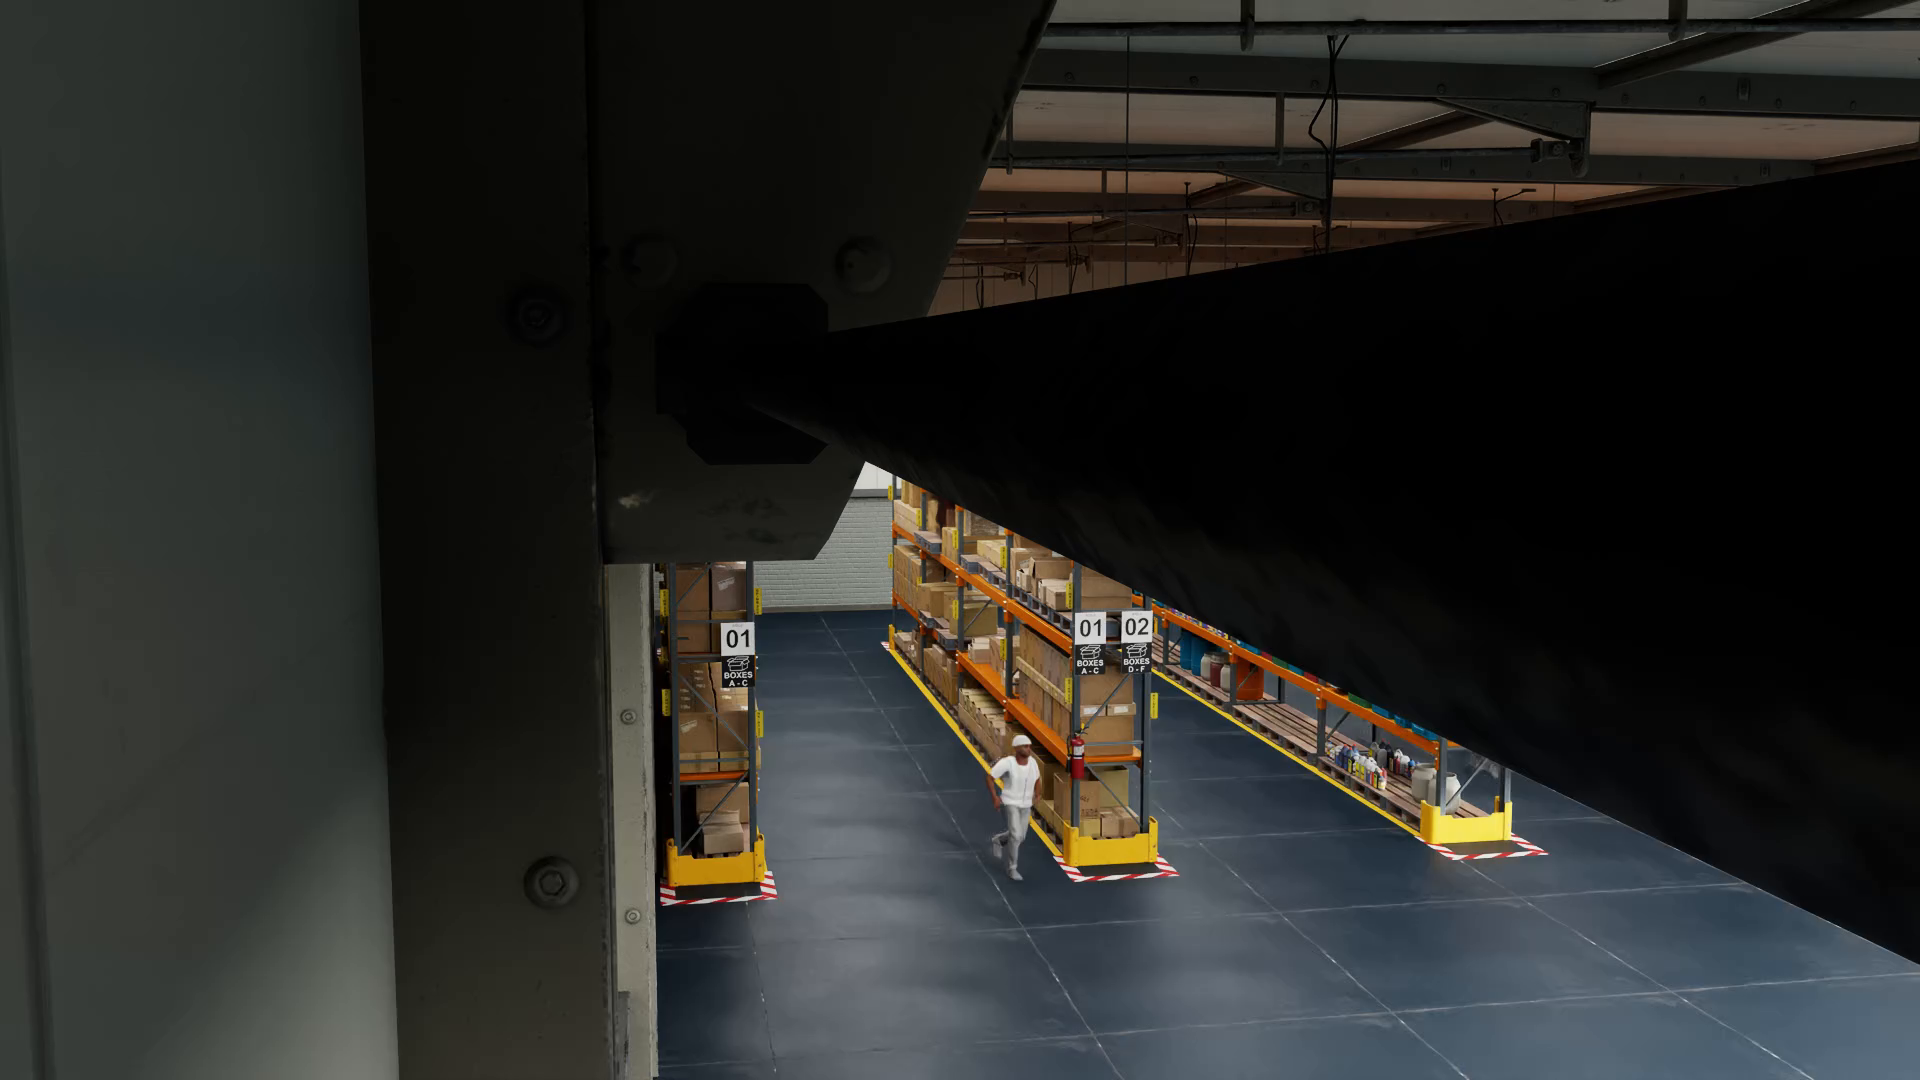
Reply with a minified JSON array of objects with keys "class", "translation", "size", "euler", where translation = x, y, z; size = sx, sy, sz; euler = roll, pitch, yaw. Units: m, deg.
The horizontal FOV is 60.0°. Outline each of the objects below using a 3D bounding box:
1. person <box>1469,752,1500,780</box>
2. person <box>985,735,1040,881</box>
[{"class":"person","translation":[8.101,2.737,25.258],"size":[0.646,1.739,0.921],"euler":[-4,7,-30]},{"class":"person","translation":[0.681,3.268,20.598],"size":[0.748,1.741,0.780],"euler":[-4,7,-32]}]
